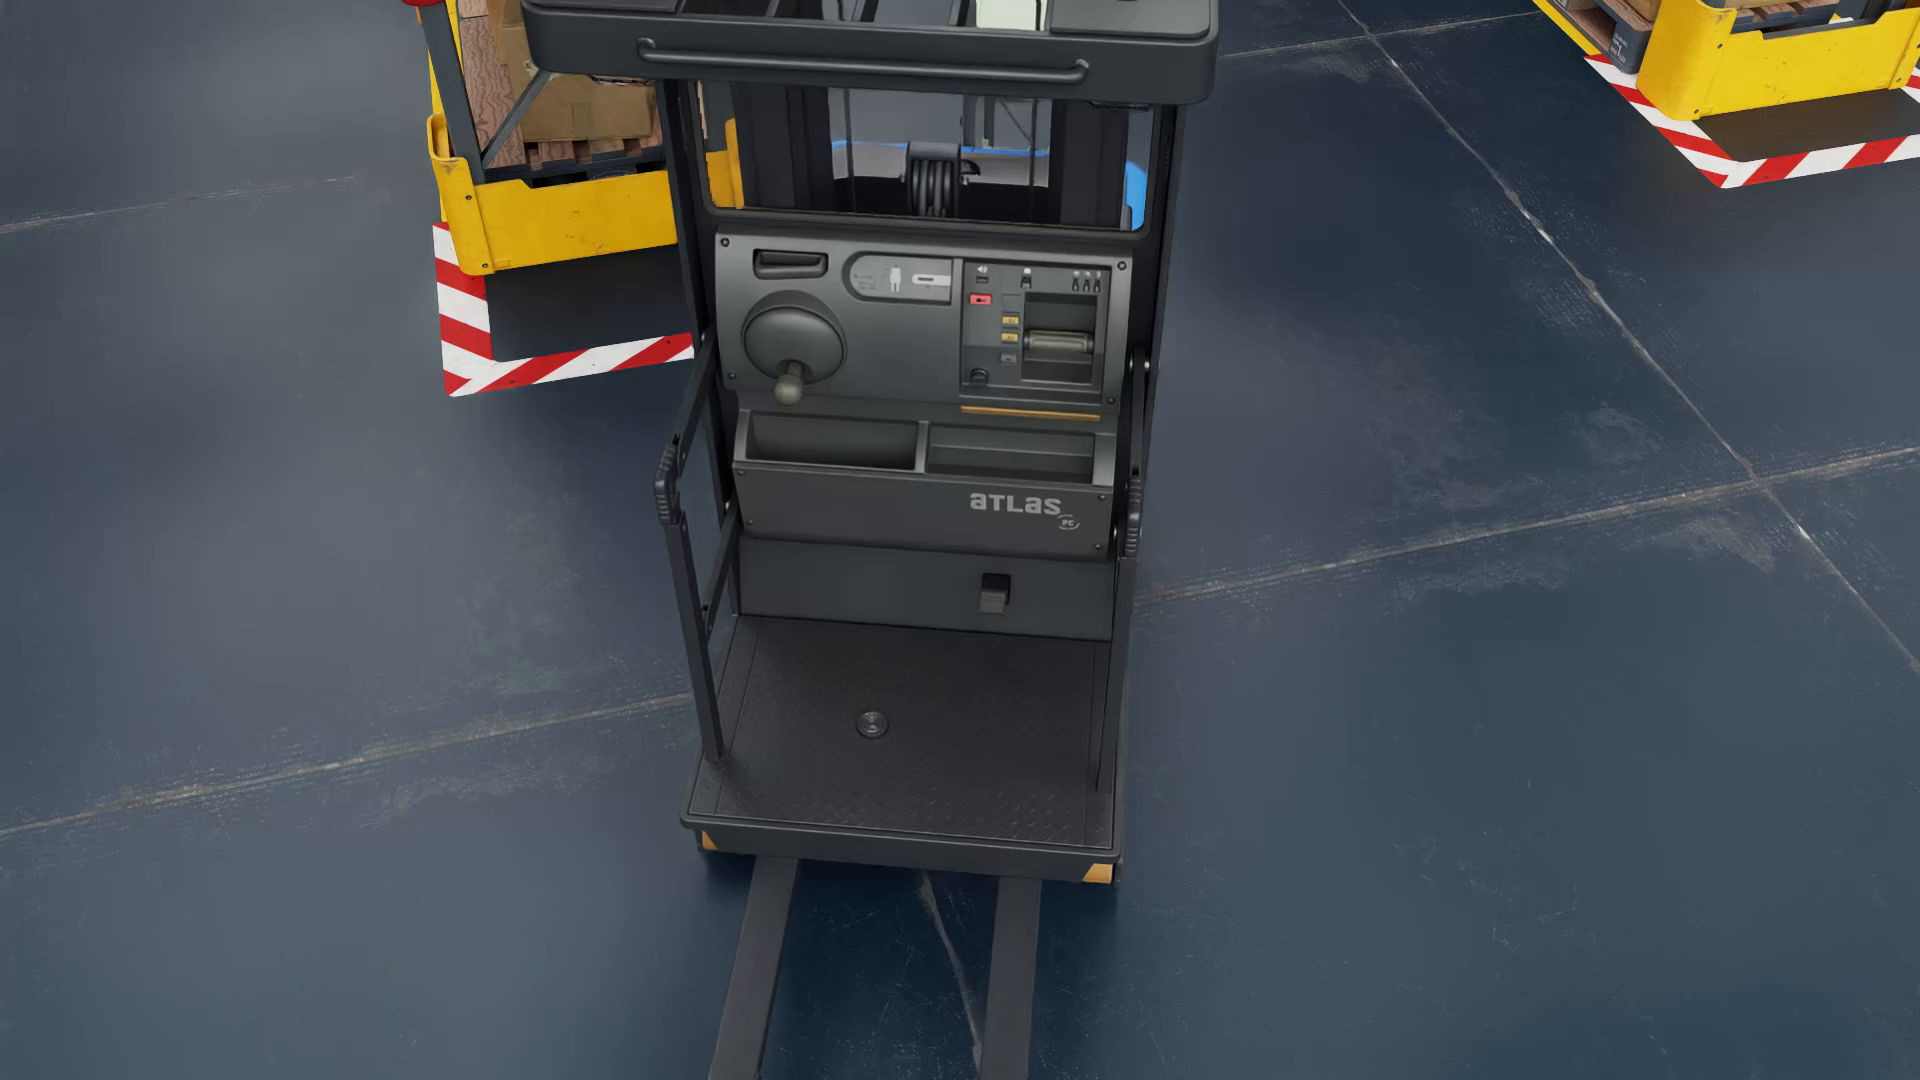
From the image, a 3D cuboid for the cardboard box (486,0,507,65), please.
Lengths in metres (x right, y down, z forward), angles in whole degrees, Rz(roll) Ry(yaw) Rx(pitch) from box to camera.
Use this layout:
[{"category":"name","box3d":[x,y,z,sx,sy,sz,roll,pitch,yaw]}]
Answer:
[{"category":"cardboard box","box3d":[-1.653,-2.314,6.873,0.500,0.500,0.500,0,46,0]}]

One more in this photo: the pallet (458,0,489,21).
[{"category":"pallet","box3d":[-1.825,-2.685,7.734,1.003,0.211,1.213,-11,47,-10]}]

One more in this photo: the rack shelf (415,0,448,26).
[{"category":"rack shelf","box3d":[-1.835,-3.330,6.917,1.077,0.370,4.000,-11,47,-10]}]

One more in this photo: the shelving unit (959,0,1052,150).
[{"category":"shelving unit","box3d":[0.248,-1.229,5.405,0.431,1.500,0.755,4,46,4]}]

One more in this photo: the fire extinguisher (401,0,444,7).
[{"category":"fire extinguisher","box3d":[-1.739,-2.011,5.174,0.296,0.674,0.183,-11,47,-10]}]

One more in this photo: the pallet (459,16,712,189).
[{"category":"pallet","box3d":[-1.516,-1.845,6.910,1.003,0.211,1.213,-11,47,-10]}]

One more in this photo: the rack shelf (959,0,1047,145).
[{"category":"rack shelf","box3d":[0.248,-1.502,5.126,0.431,0.370,0.720,4,46,4]}]

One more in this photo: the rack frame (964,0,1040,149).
[{"category":"rack frame","box3d":[0.212,-0.969,5.150,0.400,1.500,0.023,4,46,4]}]

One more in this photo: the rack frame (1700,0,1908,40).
[{"category":"rack frame","box3d":[3.497,-3.038,6.127,1.000,3.000,0.127,-11,47,-10]}]

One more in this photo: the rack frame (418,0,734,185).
[{"category":"rack frame","box3d":[-1.323,-2.201,5.307,1.000,3.000,0.127,-11,47,-10]}]

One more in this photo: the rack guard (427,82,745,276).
[{"category":"rack guard","box3d":[-1.343,-1.379,6.251,1.175,0.500,0.348,-11,47,-10]}]

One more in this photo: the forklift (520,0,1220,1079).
[{"category":"forklift","box3d":[-0.106,-0.389,3.580,1.130,2.935,3.031,4,46,4]}]

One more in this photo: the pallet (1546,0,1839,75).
[{"category":"pallet","box3d":[3.217,-2.600,7.650,1.003,0.211,1.213,-11,47,-10]}]

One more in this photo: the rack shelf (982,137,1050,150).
[{"category":"rack shelf","box3d":[0.248,-1.001,5.637,0.431,0.370,0.720,4,46,4]}]

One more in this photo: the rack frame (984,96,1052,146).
[{"category":"rack frame","box3d":[0.284,-1.489,5.659,0.400,1.500,0.023,4,46,4]}]

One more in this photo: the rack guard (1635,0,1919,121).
[{"category":"rack guard","box3d":[3.504,-2.147,7.004,1.175,0.500,0.348,-11,47,-10]}]

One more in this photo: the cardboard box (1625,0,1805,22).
[{"category":"cardboard box","box3d":[3.260,-2.897,7.183,0.875,0.875,0.875,-10,47,-10]}]

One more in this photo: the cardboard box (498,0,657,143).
[{"category":"cardboard box","box3d":[-1.467,-1.907,6.475,0.500,0.500,0.500,-3,46,-3]}]
